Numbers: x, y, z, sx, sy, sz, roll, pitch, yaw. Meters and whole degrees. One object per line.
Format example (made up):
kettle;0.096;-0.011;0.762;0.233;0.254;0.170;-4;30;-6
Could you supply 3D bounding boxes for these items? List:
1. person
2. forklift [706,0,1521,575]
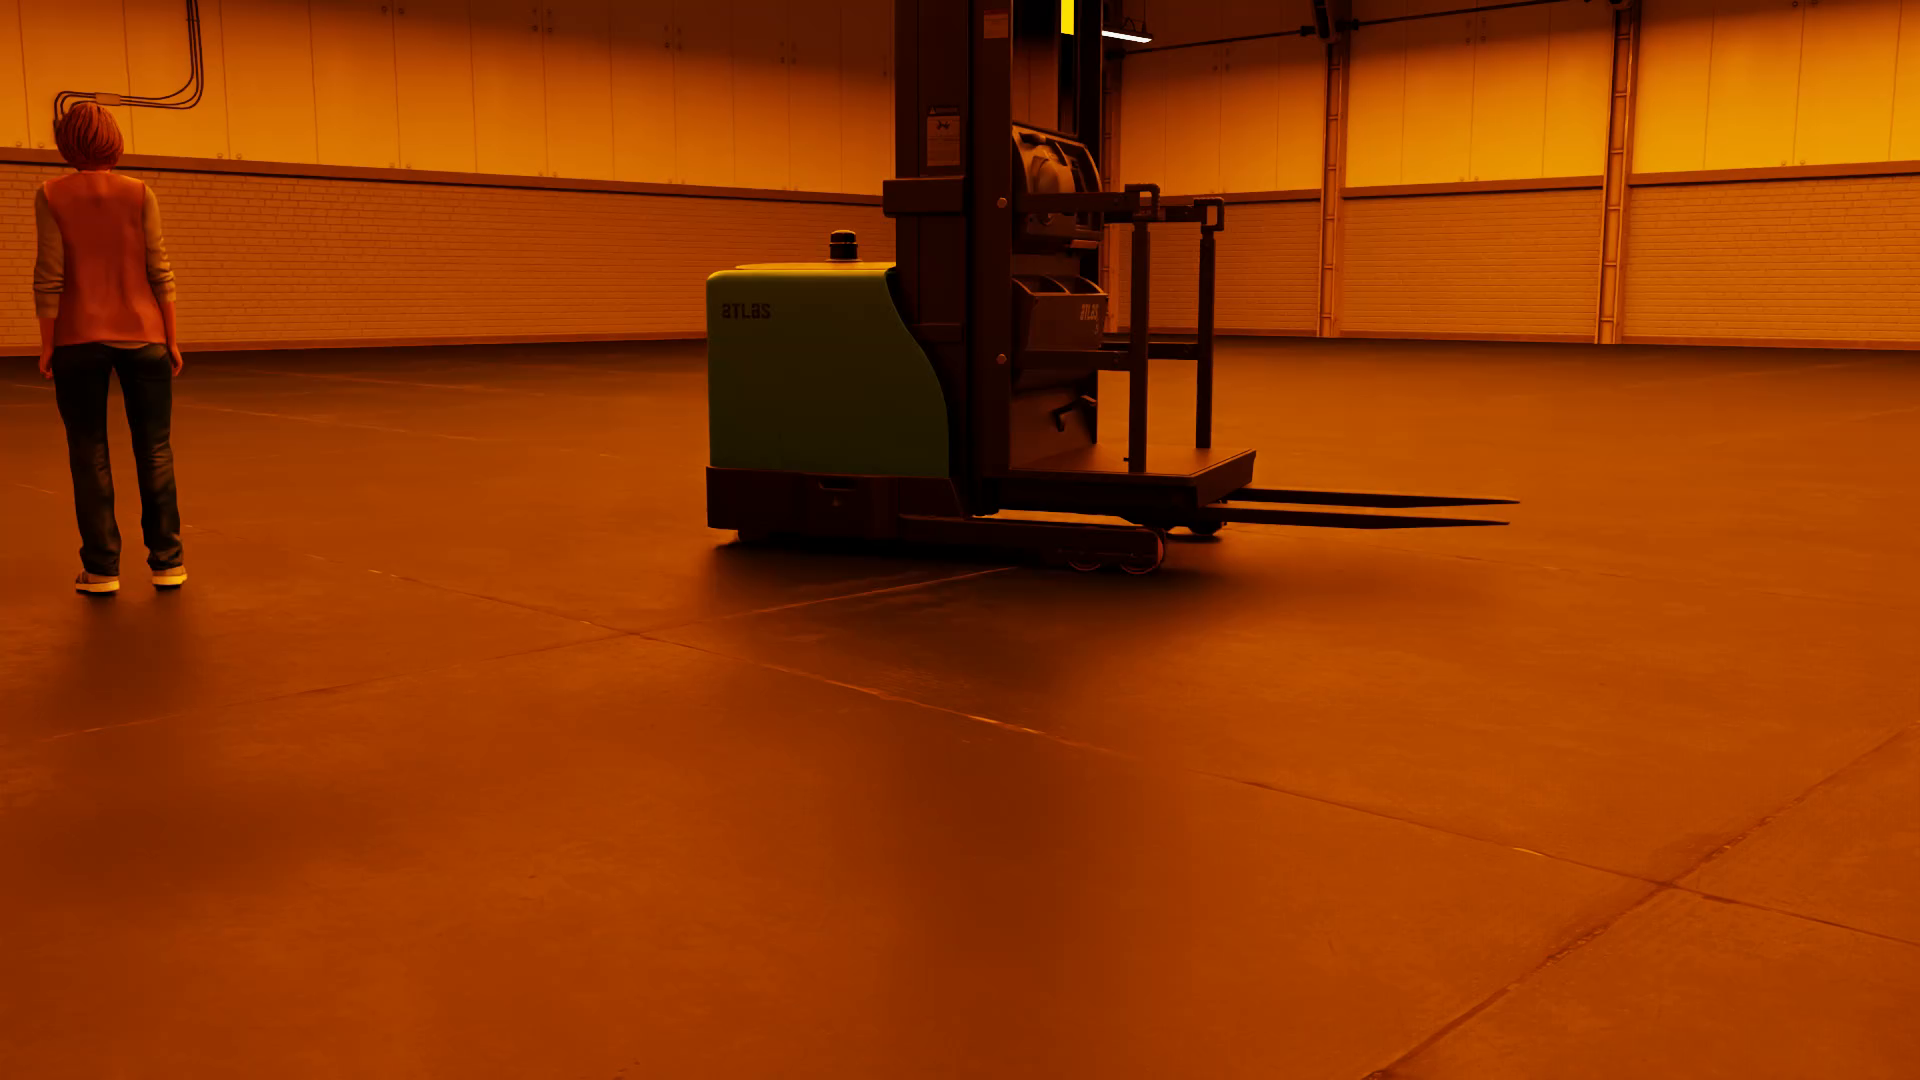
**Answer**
person;-2.815;-0.627;5.511;0.431;1.603;0.323;-5;10;-31
forklift;0.565;-1.416;6.275;3.031;2.935;1.130;3;9;22
